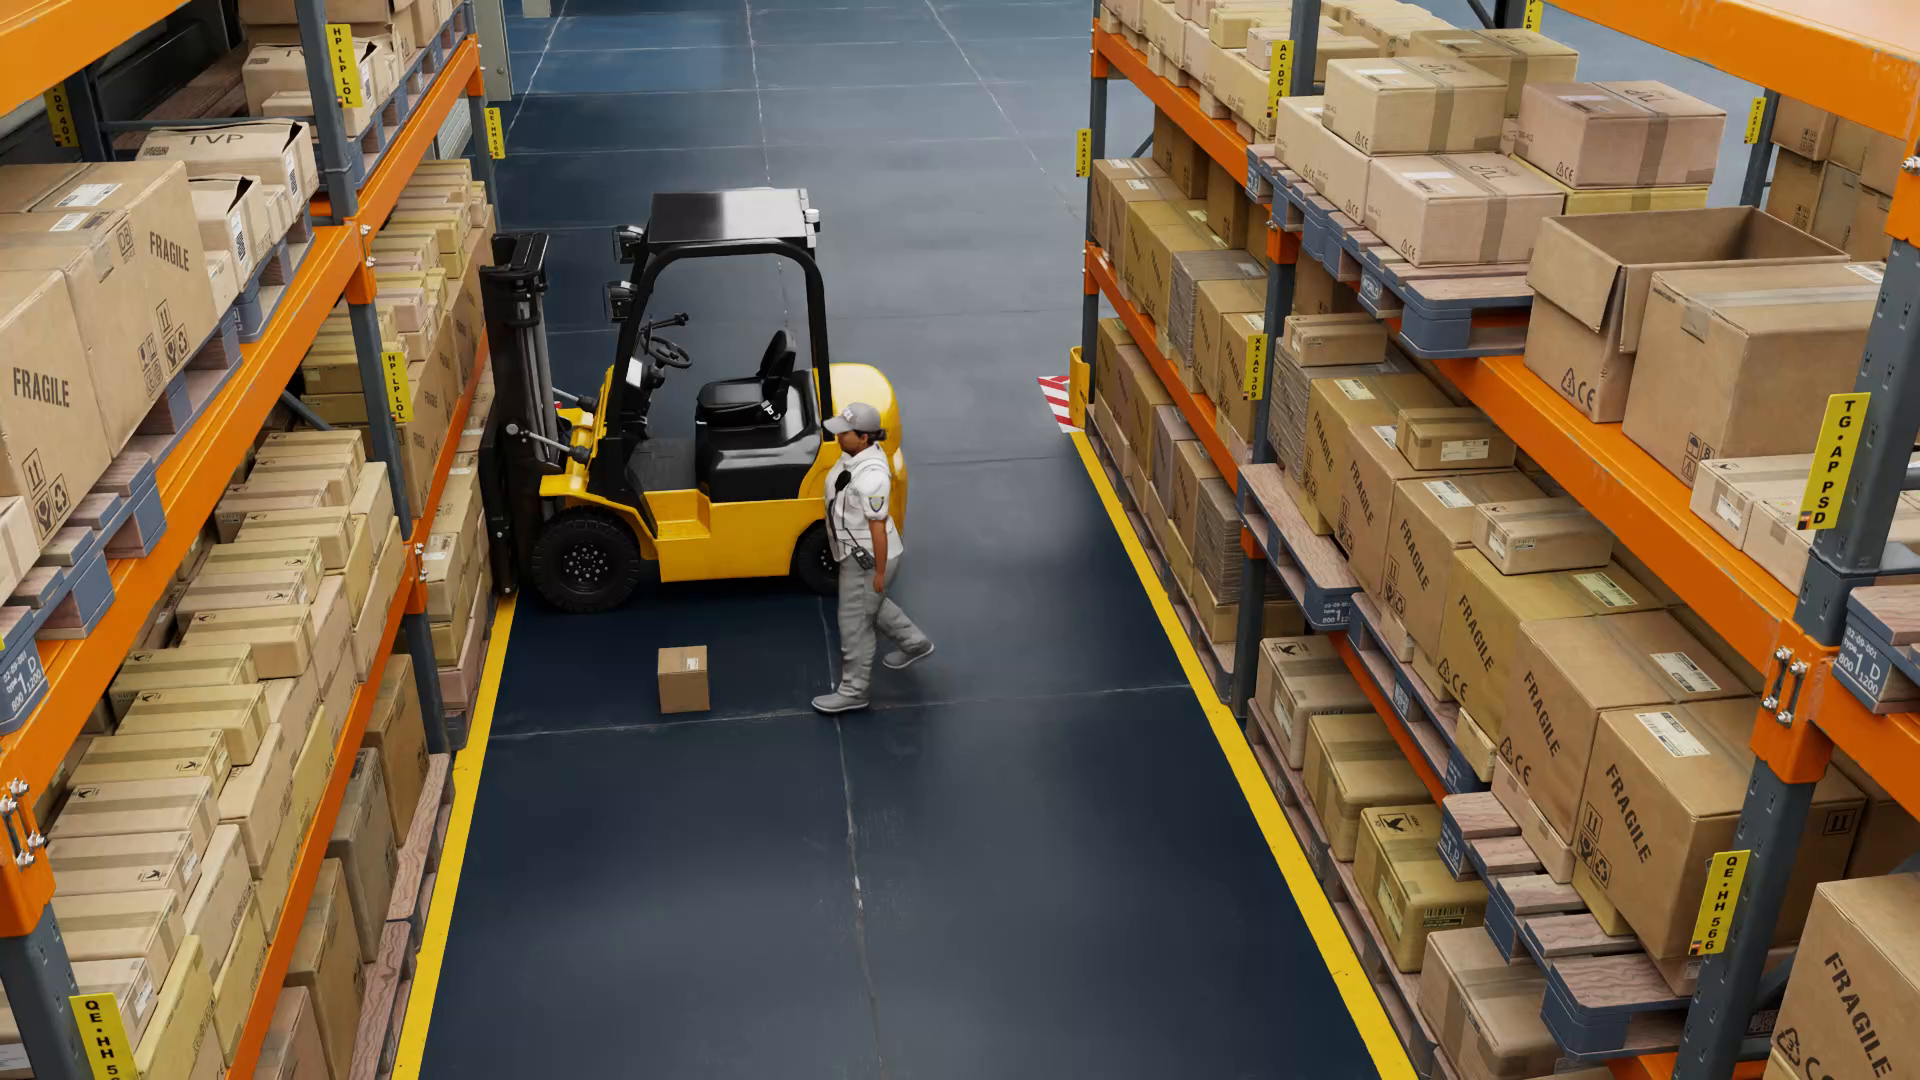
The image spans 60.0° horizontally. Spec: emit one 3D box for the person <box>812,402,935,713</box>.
[{"bbox_3d":[-0.453,0.064,8.476,0.700,1.655,0.484,-5,28,-10],"label":"person"}]
